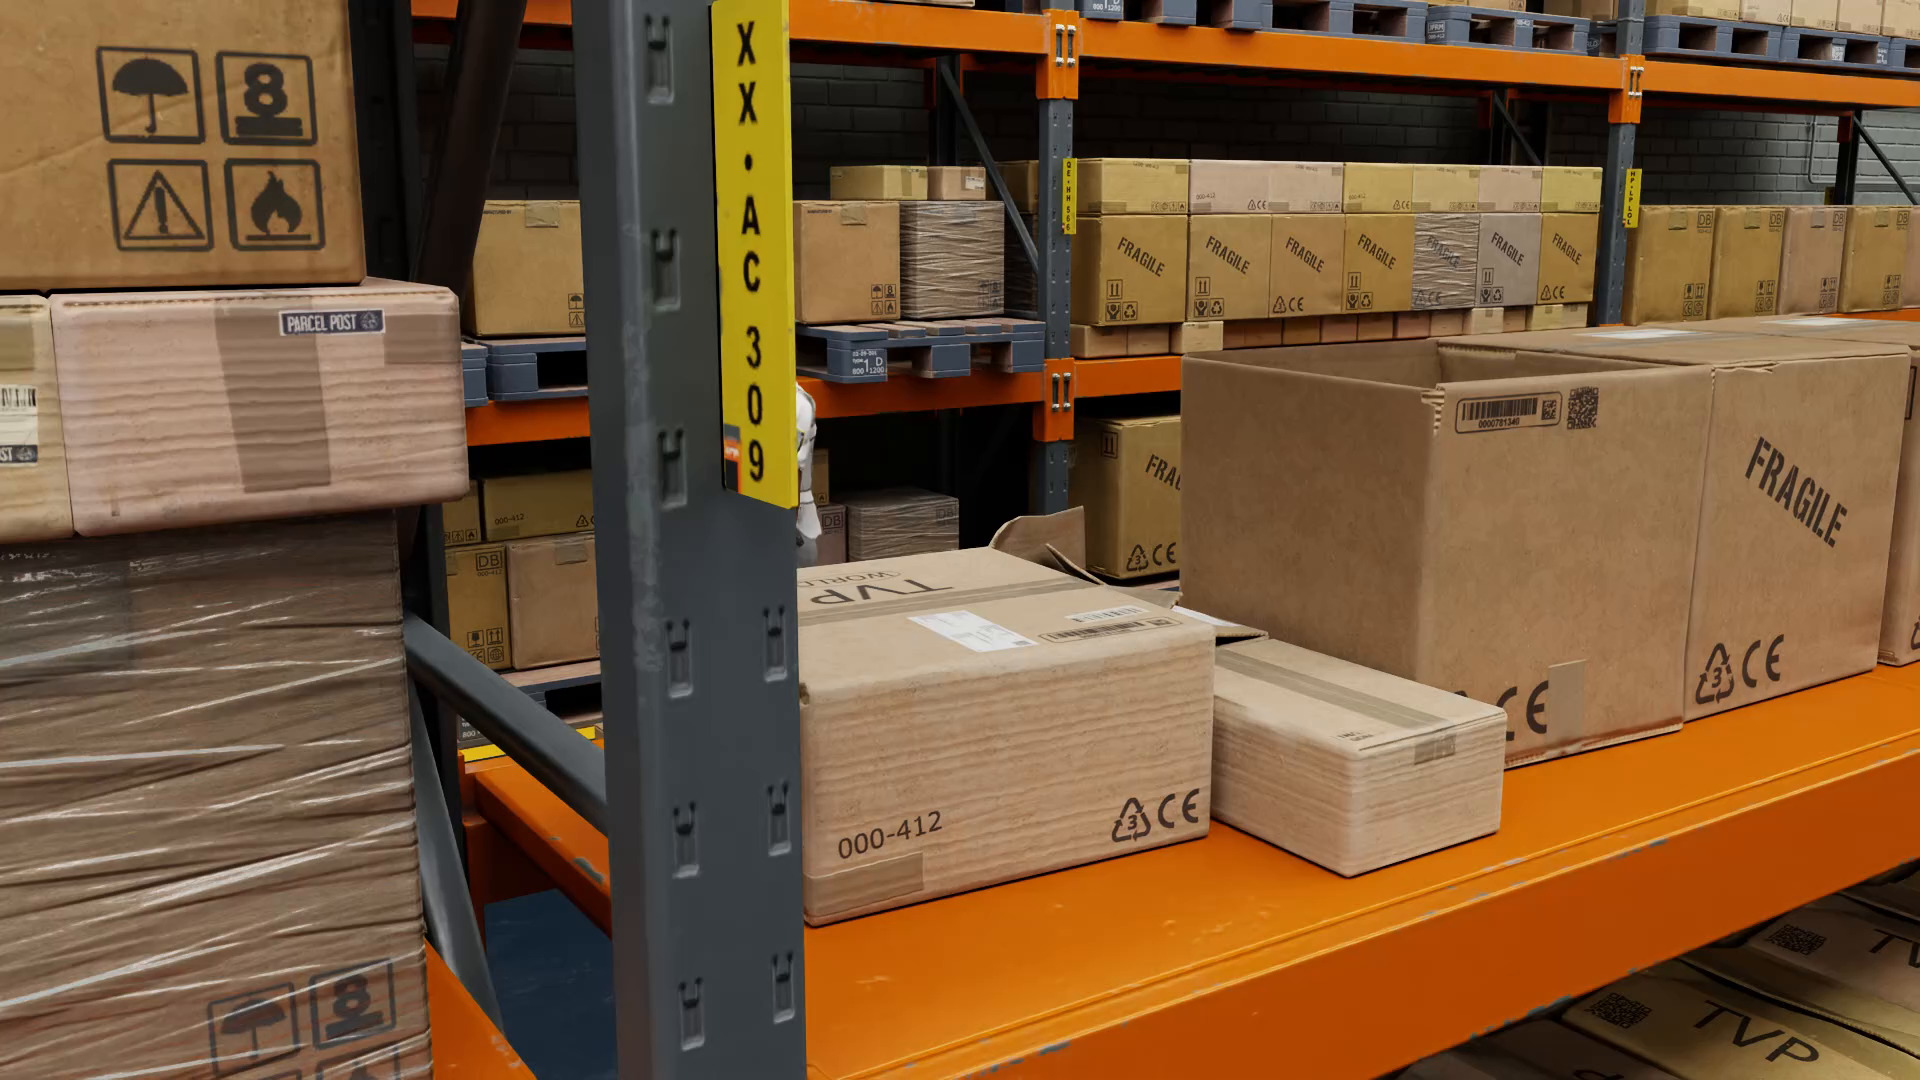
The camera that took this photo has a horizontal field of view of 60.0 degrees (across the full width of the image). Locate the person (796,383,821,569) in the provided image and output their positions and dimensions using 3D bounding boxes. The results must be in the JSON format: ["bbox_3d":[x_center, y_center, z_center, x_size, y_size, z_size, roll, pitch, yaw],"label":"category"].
[{"bbox_3d":[-0.681,0.039,5.827,0.379,1.644,0.446,-7,13,-32],"label":"person"}]
